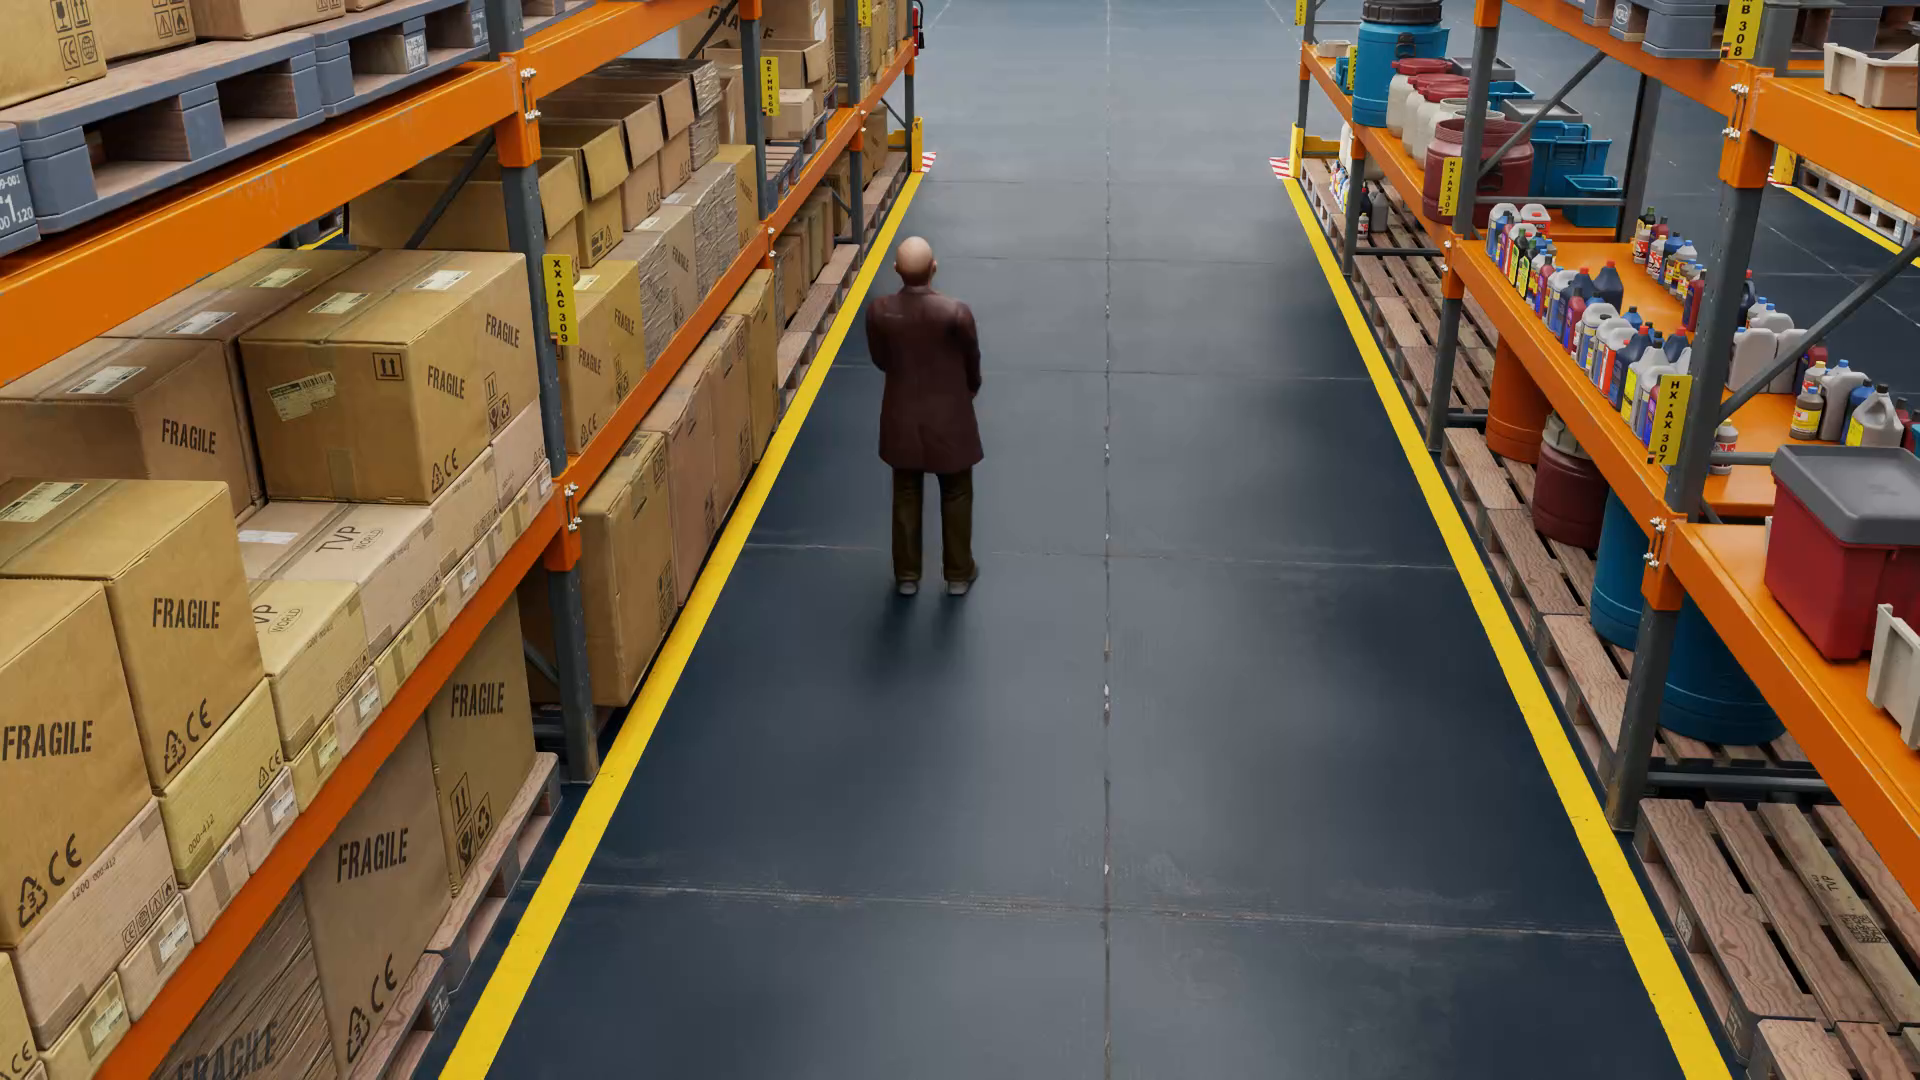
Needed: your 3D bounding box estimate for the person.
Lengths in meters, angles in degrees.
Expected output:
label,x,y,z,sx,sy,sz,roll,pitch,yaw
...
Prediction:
label,x,y,z,sx,sy,sz,roll,pitch,yaw
person,-0.131,-0.609,7.973,0.546,1.779,0.544,8,25,18
